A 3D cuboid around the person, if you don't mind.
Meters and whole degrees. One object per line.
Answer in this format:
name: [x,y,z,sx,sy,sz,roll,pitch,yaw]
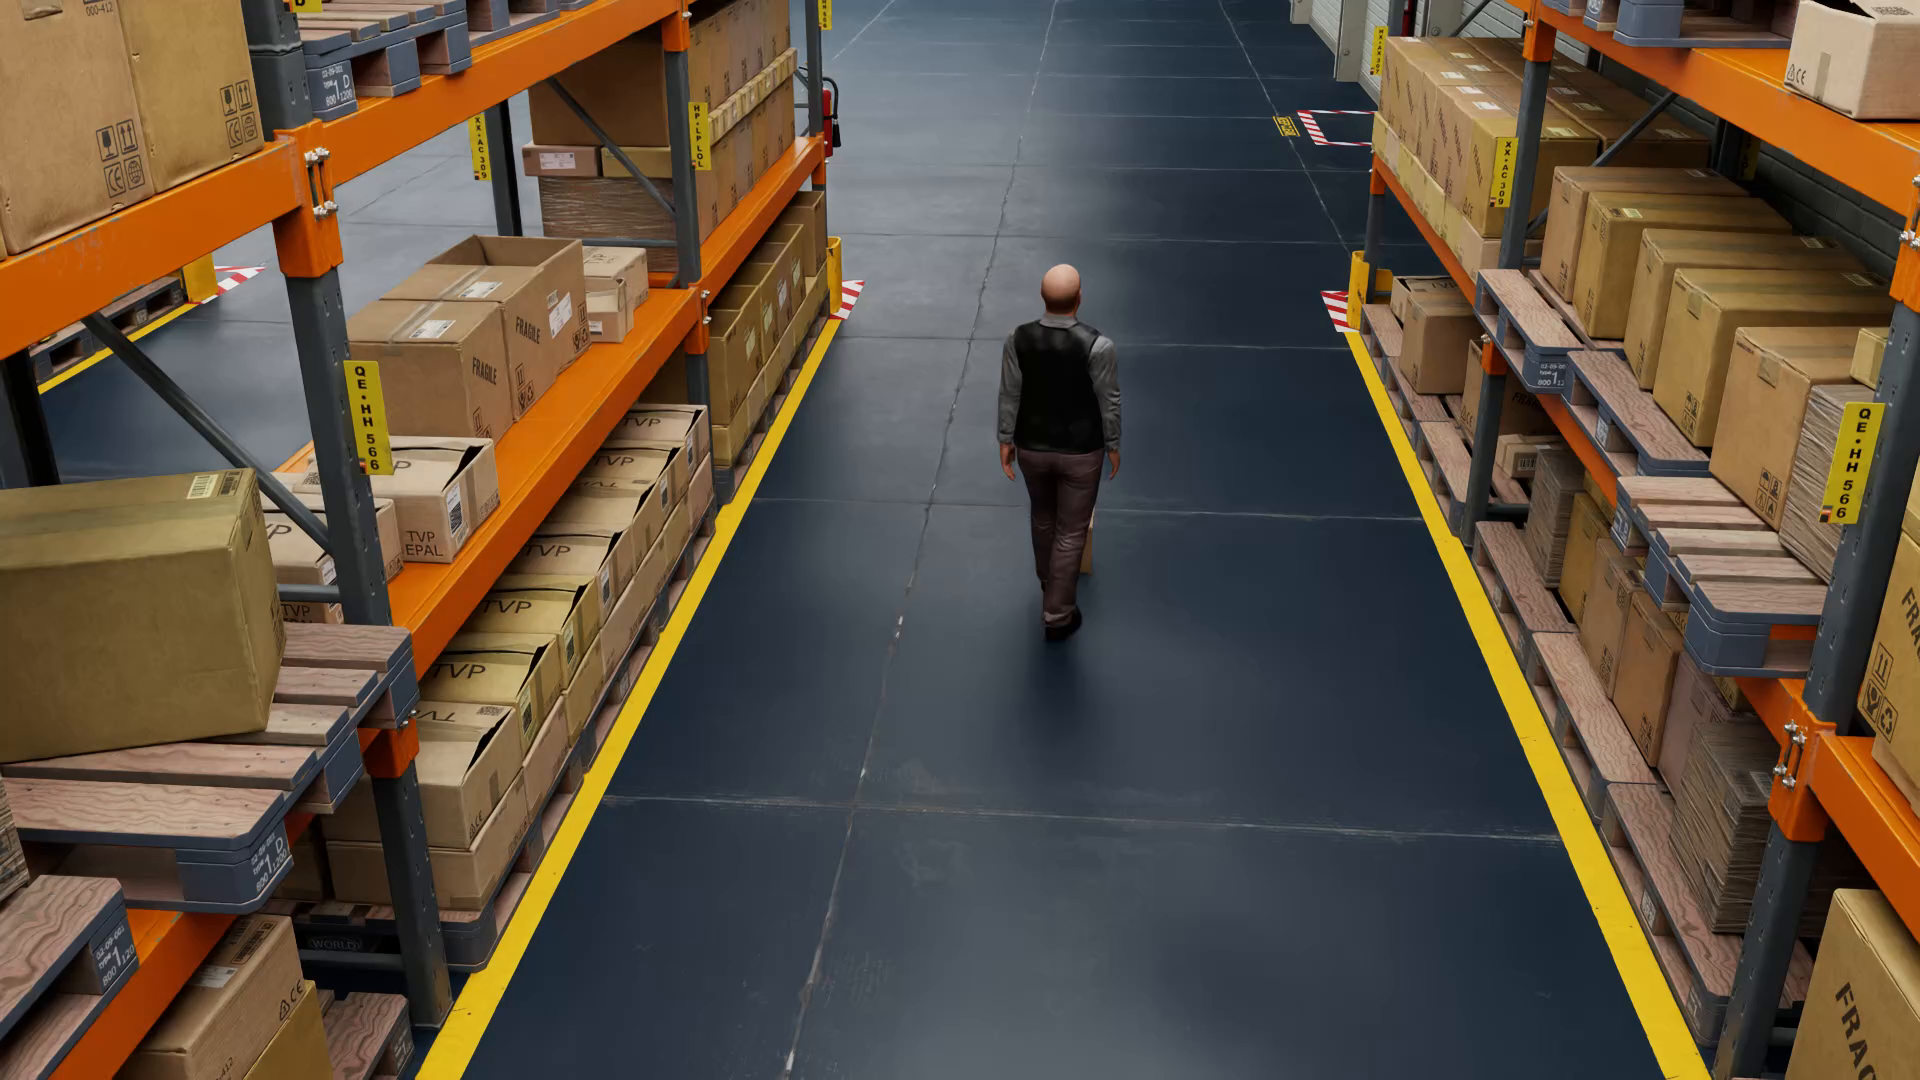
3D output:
person: [0.505,-0.461,7.629,0.553,1.708,0.749,10,26,22]
